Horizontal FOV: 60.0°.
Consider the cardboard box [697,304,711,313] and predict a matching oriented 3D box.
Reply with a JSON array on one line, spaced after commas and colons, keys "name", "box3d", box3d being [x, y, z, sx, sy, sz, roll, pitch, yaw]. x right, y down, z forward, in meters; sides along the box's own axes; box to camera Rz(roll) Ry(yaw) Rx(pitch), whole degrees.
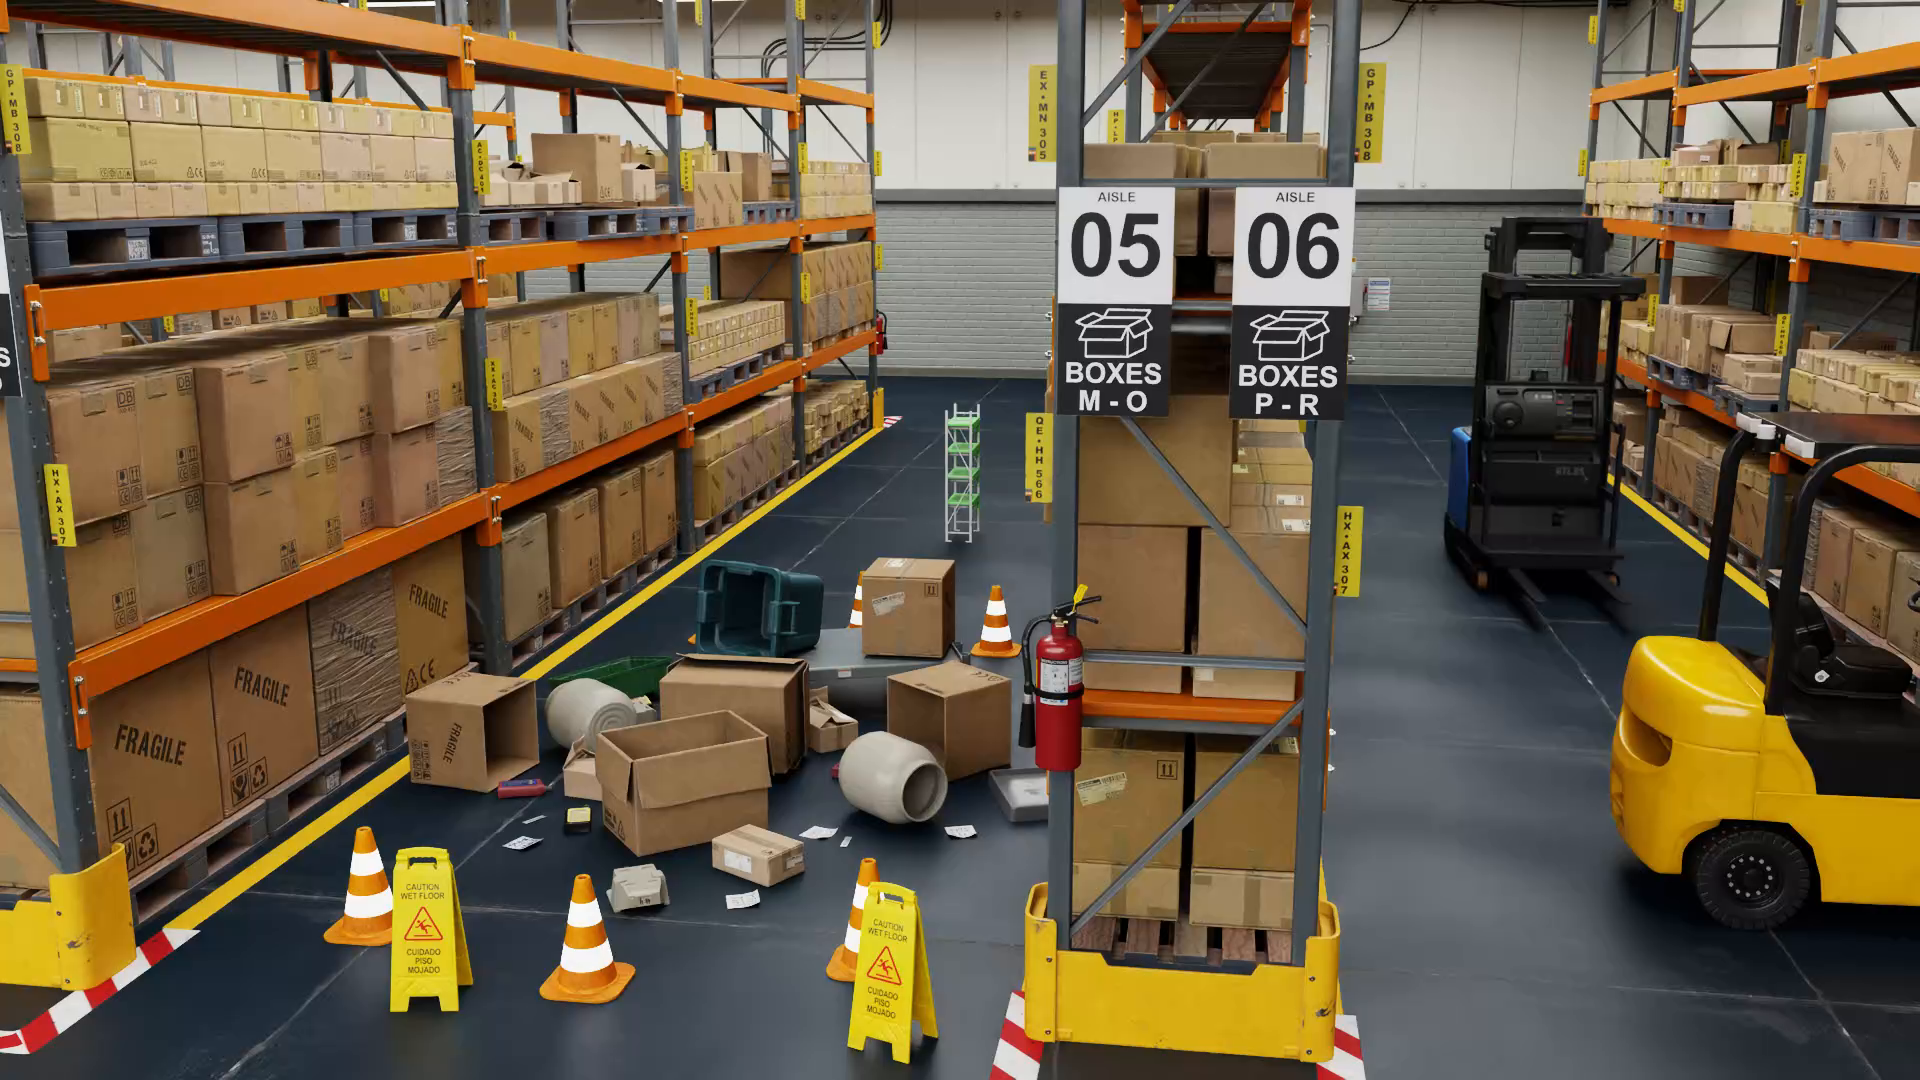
[{"name": "cardboard box", "box3d": [-2.823, -2.386, 17.387, 0.380, 0.149, 0.250, 2, 12, 9]}]

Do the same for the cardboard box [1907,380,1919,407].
[{"name": "cardboard box", "box3d": [6.353, -0.937, 10.703, 0.380, 0.149, 0.250, 2, 12, 9]}]

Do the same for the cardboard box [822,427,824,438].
[{"name": "cardboard box", "box3d": [-1.831, -1.288, 19.878, 0.380, 0.149, 0.250, 1, 12, 6]}]

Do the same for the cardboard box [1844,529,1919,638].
[{"name": "cardboard box", "box3d": [6.663, 0.303, 11.366, 0.875, 0.625, 0.625, 1, 12, 6]}]

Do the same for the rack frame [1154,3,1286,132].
[{"name": "rack frame", "box3d": [2.063, -4.152, 13.154, 1.000, 3.000, 0.127, 2, 12, 9]}]

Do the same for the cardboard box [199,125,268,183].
[{"name": "cardboard box", "box3d": [-3.593, -1.788, 7.724, 0.500, 0.250, 0.500, 2, 12, 8]}]

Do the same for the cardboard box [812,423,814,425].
[{"name": "cardboard box", "box3d": [-1.905, -1.321, 19.322, 0.380, 0.149, 0.250, 2, 12, 8]}]

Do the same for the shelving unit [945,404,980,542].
[{"name": "shelving unit", "box3d": [0.025, -0.621, 15.283, 0.258, 1.200, 0.503, 2, 12, 9]}]

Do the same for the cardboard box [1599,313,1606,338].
[{"name": "cardboard box", "box3d": [7.710, -2.500, 19.380, 0.500, 0.250, 0.500, 2, 12, 8]}]

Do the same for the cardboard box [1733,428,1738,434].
[{"name": "cardboard box", "box3d": [7.747, -1.000, 16.168, 0.380, 0.149, 0.250, 2, 12, 9]}]

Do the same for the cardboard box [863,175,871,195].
[{"name": "cardboard box", "box3d": [-1.433, -4.557, 21.324, 0.500, 0.250, 0.500, 1, 12, 7]}]

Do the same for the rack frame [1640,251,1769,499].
[{"name": "rack frame", "box3d": [7.583, -1.892, 16.907, 1.000, 3.000, 0.127, 2, 12, 9]}]

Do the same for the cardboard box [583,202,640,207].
[{"name": "cardboard box", "box3d": [-3.007, -3.001, 14.696, 0.500, 0.500, 0.500, 2, 12, 9]}]

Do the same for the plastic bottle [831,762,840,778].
[{"name": "plastic bottle", "box3d": [-0.604, 1.258, 9.267, 0.133, 0.061, 0.283, 4, 13, 18]}]

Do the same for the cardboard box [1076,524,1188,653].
[{"name": "cardboard box", "box3d": [0.644, 0.130, 6.582, 0.500, 0.500, 0.500, 2, 12, 8]}]

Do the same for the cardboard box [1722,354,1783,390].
[{"name": "cardboard box", "box3d": [6.810, -1.421, 14.082, 0.500, 0.250, 0.500, 1, 12, 6]}]

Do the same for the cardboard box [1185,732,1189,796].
[{"name": "cardboard box", "box3d": [0.775, 0.935, 7.543, 0.500, 0.500, 0.500, 2, 12, 11]}]

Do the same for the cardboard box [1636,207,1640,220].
[{"name": "cardboard box", "box3d": [7.550, -3.532, 17.993, 0.380, 0.149, 0.250, 2, 12, 11]}]

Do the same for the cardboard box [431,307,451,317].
[{"name": "cardboard box", "box3d": [-6.627, -2.745, 20.519, 0.500, 0.250, 0.500, 2, 12, 10]}]

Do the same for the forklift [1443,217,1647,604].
[{"name": "forklift", "box3d": [4.720, -1.079, 13.298, 1.130, 2.935, 3.031, 1, 12, 7]}]

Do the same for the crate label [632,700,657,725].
[{"name": "crate label", "box3d": [-1.979, 1.065, 9.984, 0.298, 0.136, 0.250, -7, 14, -30]}]

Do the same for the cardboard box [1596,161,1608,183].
[{"name": "cardboard box", "box3d": [7.785, -4.317, 19.507, 0.500, 0.250, 0.500, 2, 12, 8]}]

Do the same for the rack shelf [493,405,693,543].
[{"name": "rack shelf", "box3d": [-3.151, -0.590, 12.576, 1.077, 0.370, 4.000, 2, 12, 9]}]

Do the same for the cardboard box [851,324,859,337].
[{"name": "cardboard box", "box3d": [-1.500, -2.667, 21.100, 0.380, 0.149, 0.250, 2, 12, 10]}]

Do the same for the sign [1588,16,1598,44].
[{"name": "sign", "box3d": [7.662, -6.170, 20.114, 0.100, 0.325, 0.005, 2, 12, 9]}]

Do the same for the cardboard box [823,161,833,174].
[{"name": "cardboard box", "box3d": [-1.695, -4.348, 19.408, 0.380, 0.149, 0.250, 3, 12, 11]}]

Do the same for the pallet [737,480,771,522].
[{"name": "pallet", "box3d": [-2.532, -0.411, 16.656, 1.003, 0.211, 1.213, 2, 12, 9]}]

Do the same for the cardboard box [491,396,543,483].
[{"name": "cardboard box", "box3d": [-3.112, -0.675, 11.026, 0.500, 0.500, 0.500, 2, 12, 9]}]

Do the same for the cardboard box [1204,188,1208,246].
[{"name": "cardboard box", "box3d": [1.315, -1.401, 7.160, 0.500, 0.250, 0.500, 2, 12, 10]}]

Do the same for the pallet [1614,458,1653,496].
[{"name": "pallet", "box3d": [7.690, -0.671, 17.864, 1.003, 0.211, 1.213, 2, 12, 9]}]

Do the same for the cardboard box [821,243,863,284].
[{"name": "cardboard box", "box3d": [-1.516, -3.498, 21.044, 0.500, 0.500, 0.500, 1, 12, 7]}]

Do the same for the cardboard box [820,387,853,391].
[{"name": "cardboard box", "box3d": [-1.557, -1.847, 21.060, 0.380, 0.149, 0.250, 1, 12, 6]}]

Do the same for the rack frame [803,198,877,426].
[{"name": "rack frame", "box3d": [-1.614, -3.024, 22.160, 1.000, 3.000, 0.127, 2, 12, 9]}]

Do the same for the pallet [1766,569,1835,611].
[{"name": "pallet", "box3d": [6.803, 0.474, 12.548, 1.003, 0.211, 1.213, 2, 12, 9]}]

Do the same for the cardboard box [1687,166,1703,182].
[{"name": "cardboard box", "box3d": [7.039, -3.423, 15.549, 0.380, 0.149, 0.250, 2, 12, 8]}]

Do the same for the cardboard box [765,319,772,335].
[{"name": "cardboard box", "box3d": [-2.175, -2.223, 17.339, 0.380, 0.149, 0.250, 2, 12, 11]}]

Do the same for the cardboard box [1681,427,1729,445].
[{"name": "cardboard box", "box3d": [7.271, -1.012, 16.222, 0.380, 0.149, 0.250, 1, 12, 6]}]

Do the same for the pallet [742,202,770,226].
[{"name": "pallet", "box3d": [-2.585, -3.224, 16.417, 1.213, 0.211, 1.003, 2, 12, 9]}]

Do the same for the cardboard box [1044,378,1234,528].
[{"name": "cardboard box", "box3d": [0.695, -0.350, 6.437, 0.700, 0.500, 0.500, 2, 12, 7]}]

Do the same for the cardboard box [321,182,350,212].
[{"name": "cardboard box", "box3d": [-3.393, -1.772, 8.594, 0.380, 0.149, 0.250, 2, 12, 8]}]

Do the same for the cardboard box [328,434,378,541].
[{"name": "cardboard box", "box3d": [-3.766, -0.298, 9.156, 0.875, 0.550, 0.550, 2, 12, 9]}]

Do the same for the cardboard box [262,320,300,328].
[{"name": "cardboard box", "box3d": [-7.154, -1.999, 17.170, 0.500, 0.500, 0.500, 2, 12, 9]}]

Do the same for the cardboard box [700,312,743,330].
[{"name": "cardboard box", "box3d": [-2.339, -2.147, 16.279, 0.380, 0.149, 0.250, 2, 12, 8]}]

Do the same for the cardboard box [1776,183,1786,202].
[{"name": "cardboard box", "box3d": [6.909, -2.836, 13.577, 0.380, 0.149, 0.250, 2, 12, 10]}]

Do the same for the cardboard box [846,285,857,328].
[{"name": "cardboard box", "box3d": [-1.581, -2.903, 20.657, 0.500, 0.500, 0.500, 2, 12, 9]}]

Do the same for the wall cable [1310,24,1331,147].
[{"name": "wall cable", "box3d": [4.632, -6.985, 26.302, 2.355, 3.000, 0.029, 2, 12, 9]}]

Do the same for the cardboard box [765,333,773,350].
[{"name": "cardboard box", "box3d": [-2.174, -2.078, 17.374, 0.380, 0.149, 0.250, 2, 12, 8]}]

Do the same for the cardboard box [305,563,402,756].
[{"name": "cardboard box", "box3d": [-3.760, 0.624, 9.280, 0.875, 0.875, 0.875, 2, 12, 9]}]

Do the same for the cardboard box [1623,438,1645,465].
[{"name": "cardboard box", "box3d": [7.434, -0.960, 18.078, 0.396, 0.266, 0.258, 2, 12, 11]}]

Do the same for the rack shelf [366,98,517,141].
[{"name": "rack shelf", "box3d": [-6.806, -5.174, 20.557, 1.077, 0.370, 4.000, 2, 12, 9]}]

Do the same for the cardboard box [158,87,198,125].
[{"name": "cardboard box", "box3d": [-3.590, -1.898, 7.284, 0.380, 0.149, 0.250, 2, 12, 9]}]

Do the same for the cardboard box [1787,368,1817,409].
[{"name": "cardboard box", "box3d": [6.634, -1.146, 12.618, 0.500, 0.250, 0.500, 2, 12, 9]}]

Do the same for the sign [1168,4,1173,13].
[{"name": "sign", "box3d": [2.133, -5.541, 17.010, 0.100, 0.325, 0.005, 2, 12, 9]}]

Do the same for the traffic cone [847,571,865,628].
[{"name": "traffic cone", "box3d": [-0.688, 0.458, 12.028, 0.336, 0.463, 0.334, 2, 12, 9]}]

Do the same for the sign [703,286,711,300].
[{"name": "sign", "box3d": [-2.766, -2.630, 18.279, 0.100, 0.325, 0.005, 2, 12, 9]}]

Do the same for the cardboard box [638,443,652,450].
[{"name": "cardboard box", "box3d": [-2.998, -0.859, 15.273, 0.500, 0.250, 0.500, 2, 12, 7]}]
